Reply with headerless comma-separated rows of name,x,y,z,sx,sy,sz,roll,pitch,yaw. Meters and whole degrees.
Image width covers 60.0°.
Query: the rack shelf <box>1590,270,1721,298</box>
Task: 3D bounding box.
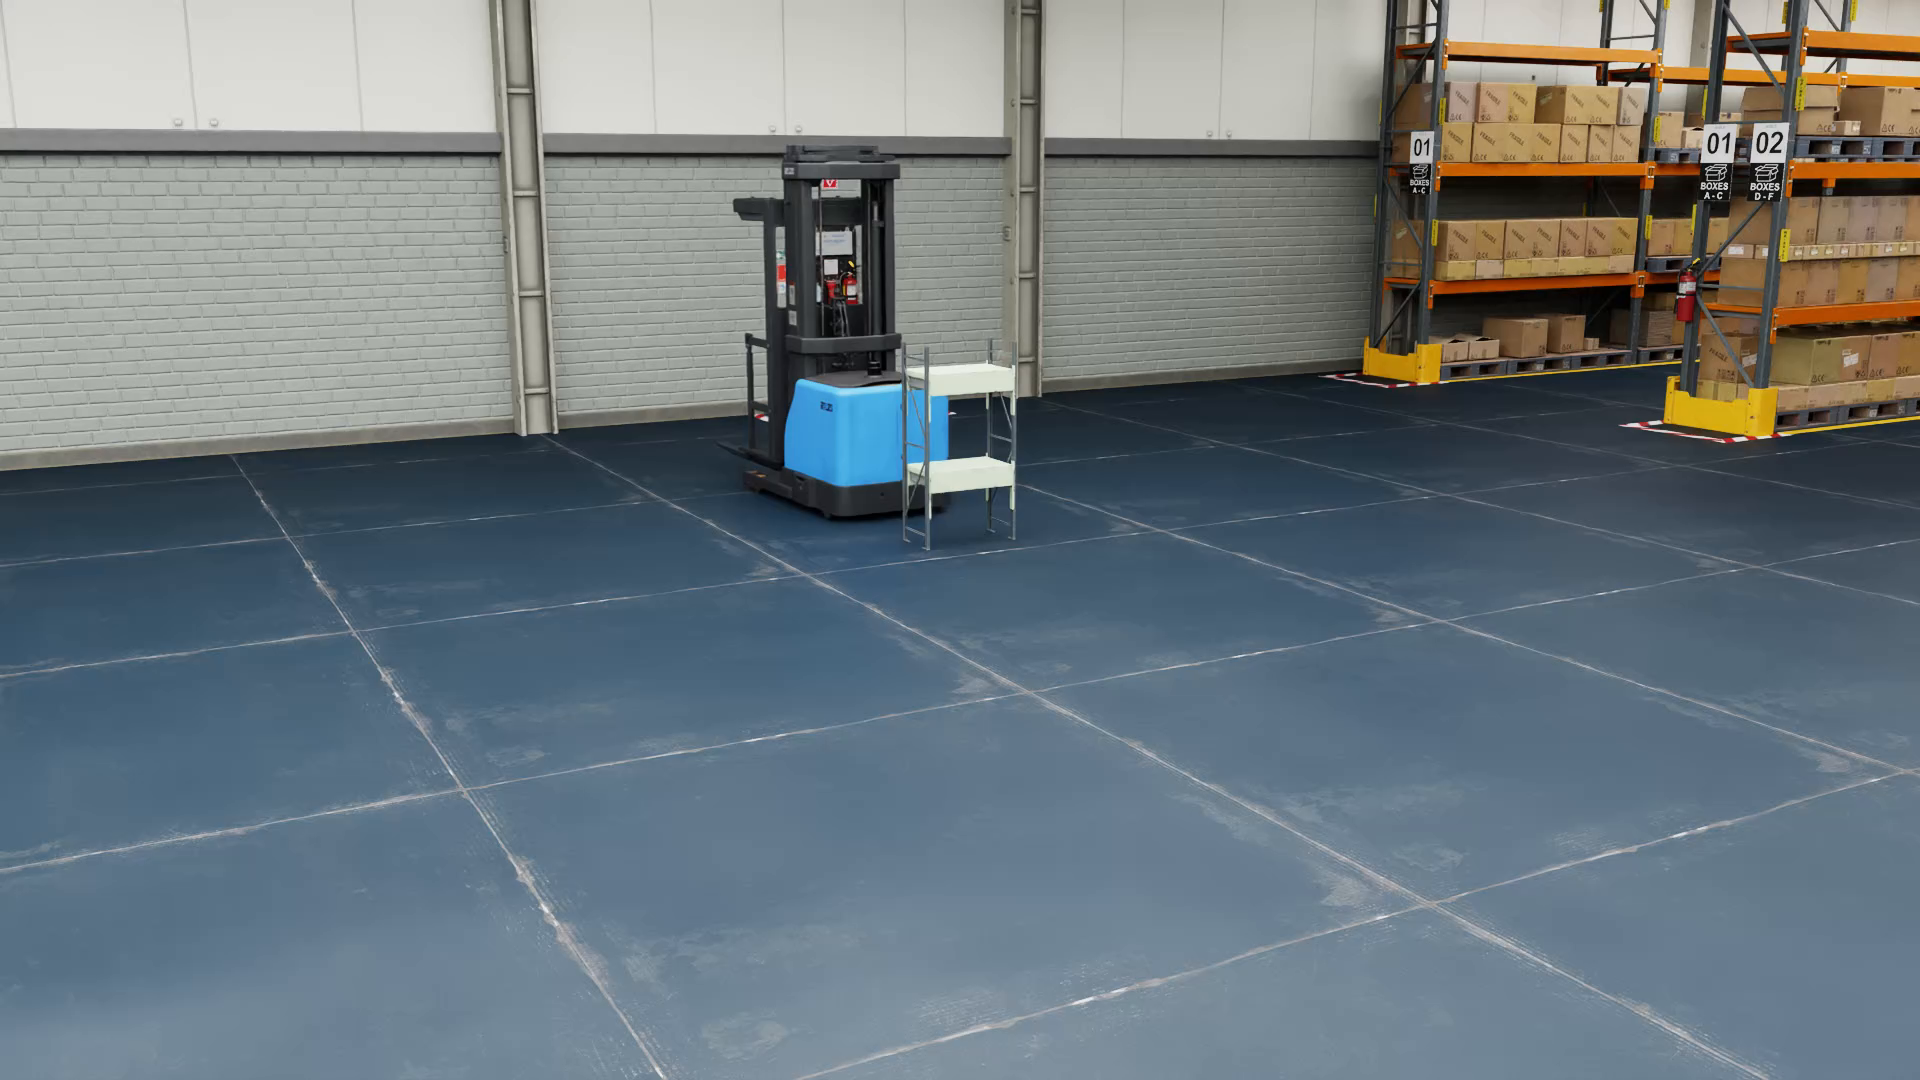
rack shelf,11.095,-3.908,24.781,4.000,0.370,1.077,-7,14,-28

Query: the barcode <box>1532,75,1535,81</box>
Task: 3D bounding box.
barcode,7.913,-6.376,22.948,0.075,0.075,0.001,-7,14,-28

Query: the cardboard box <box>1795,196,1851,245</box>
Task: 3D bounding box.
cardboard box,9.127,-3.464,17.987,0.500,0.500,0.700,-7,15,-29

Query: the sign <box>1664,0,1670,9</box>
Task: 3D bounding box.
sign,9.583,-7.363,22.524,0.005,0.325,0.100,-7,14,-28

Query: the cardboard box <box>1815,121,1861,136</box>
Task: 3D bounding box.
cardboard box,9.323,-4.377,17.693,0.250,0.149,0.380,-7,14,-28

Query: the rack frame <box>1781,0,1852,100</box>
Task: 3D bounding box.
rack frame,12.851,-7.396,24.979,0.127,3.000,1.000,-7,14,-28

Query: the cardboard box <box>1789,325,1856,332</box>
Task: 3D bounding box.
cardboard box,9.844,-2.177,19.049,0.500,0.500,0.500,-7,14,-28

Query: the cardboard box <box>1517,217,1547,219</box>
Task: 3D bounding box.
cardboard box,7.931,-4.237,23.192,0.500,0.500,0.500,-6,14,-26

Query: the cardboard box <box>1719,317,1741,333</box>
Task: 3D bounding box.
cardboard box,11.313,-3.289,25.085,0.500,0.500,0.700,-7,14,-28

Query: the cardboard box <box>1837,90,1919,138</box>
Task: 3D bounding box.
cardboard box,10.210,-4.732,18.463,0.637,0.503,0.797,-5,14,-22

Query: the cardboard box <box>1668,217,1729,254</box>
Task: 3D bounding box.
cardboard box,10.860,-4.492,24.507,0.500,0.500,0.700,-5,14,-20

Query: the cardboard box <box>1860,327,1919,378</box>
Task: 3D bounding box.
cardboard box,10.533,-2.129,18.836,0.500,0.500,0.500,-7,14,-28

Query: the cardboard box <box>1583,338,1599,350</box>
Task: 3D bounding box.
cardboard box,8.884,-2.819,23.754,0.250,0.166,0.380,-9,16,-35

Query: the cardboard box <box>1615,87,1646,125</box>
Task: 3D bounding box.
cardboard box,9.030,-5.953,22.849,0.500,0.500,0.500,-8,15,-33

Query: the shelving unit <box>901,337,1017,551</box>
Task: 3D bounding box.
shelving unit,-0.006,-0.731,12.441,0.755,1.500,0.431,-7,14,-28

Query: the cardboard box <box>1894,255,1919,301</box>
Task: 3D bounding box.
cardboard box,10.428,-2.987,18.820,0.500,0.500,0.700,-7,14,-27

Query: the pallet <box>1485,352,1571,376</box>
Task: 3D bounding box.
pallet,7.695,-2.482,23.155,1.213,0.211,1.003,-7,14,-28

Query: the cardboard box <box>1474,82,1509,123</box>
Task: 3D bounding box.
cardboard box,6.748,-5.674,21.609,0.500,0.500,0.500,-7,14,-29

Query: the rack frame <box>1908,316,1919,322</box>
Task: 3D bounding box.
rack frame,11.716,-3.094,19.527,0.127,3.000,1.000,-7,14,-28

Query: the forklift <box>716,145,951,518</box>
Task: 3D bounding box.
forklift,-1.252,-1.881,14.291,1.130,2.935,3.031,-7,15,-29

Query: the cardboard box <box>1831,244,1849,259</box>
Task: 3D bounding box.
cardboard box,9.326,-3.119,17.932,0.250,0.149,0.380,-7,14,-29

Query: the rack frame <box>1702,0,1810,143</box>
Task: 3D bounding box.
rack frame,8.205,-5.600,16.999,0.127,3.000,1.000,-7,14,-28

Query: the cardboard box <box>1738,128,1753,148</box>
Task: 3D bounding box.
cardboard box,11.668,-5.875,24.768,0.637,0.503,0.797,-5,14,-20

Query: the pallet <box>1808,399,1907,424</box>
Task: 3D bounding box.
pallet,9.926,-1.529,18.923,1.213,0.211,1.003,-7,14,-28

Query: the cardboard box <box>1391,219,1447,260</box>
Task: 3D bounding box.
cardboard box,6.141,-4.021,22.232,0.500,0.500,0.500,-7,14,-28

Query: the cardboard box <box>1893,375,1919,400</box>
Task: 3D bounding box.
cardboard box,10.539,-1.761,18.908,0.500,0.250,0.500,-7,14,-28

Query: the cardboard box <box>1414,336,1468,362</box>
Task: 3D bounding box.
cardboard box,6.479,-2.586,22.391,0.500,0.311,0.500,-9,15,-34

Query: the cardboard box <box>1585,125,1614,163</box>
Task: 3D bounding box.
cardboard box,8.565,-5.419,22.752,0.500,0.500,0.500,-8,15,-33

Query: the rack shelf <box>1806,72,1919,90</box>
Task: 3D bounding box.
rack shelf,14.606,-7.061,26.036,4.000,0.370,1.077,-7,14,-28

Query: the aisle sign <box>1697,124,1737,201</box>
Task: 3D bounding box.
aisle sign,8.007,-3.992,17.593,0.004,0.787,0.394,-7,14,-28

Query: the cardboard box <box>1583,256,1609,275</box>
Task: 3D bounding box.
cardboard box,8.628,-3.826,23.075,0.500,0.250,0.500,-7,14,-28

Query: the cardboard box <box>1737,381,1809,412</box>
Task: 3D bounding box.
cardboard box,8.783,-1.551,17.973,0.500,0.250,0.500,-7,14,-28

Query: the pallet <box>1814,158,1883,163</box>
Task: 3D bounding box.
pallet,13.390,-5.919,25.675,1.003,0.211,1.213,-6,14,-25

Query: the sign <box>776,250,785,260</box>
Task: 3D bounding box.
sign,-1.952,-3.221,18.801,0.331,0.109,0.001,-7,14,-28

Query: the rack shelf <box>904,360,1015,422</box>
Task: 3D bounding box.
rack shelf,-0.006,-1.112,12.356,0.720,0.370,0.431,-7,14,-28

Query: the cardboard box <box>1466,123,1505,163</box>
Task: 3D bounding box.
cardboard box,6.730,-5.186,21.718,0.500,0.500,0.500,-6,14,-24

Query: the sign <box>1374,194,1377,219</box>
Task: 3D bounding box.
sign,5.580,-4.456,22.220,0.005,0.325,0.100,-7,14,-28

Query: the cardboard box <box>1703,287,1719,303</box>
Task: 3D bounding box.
cardboard box,11.264,-3.642,24.942,0.500,0.250,0.500,-7,14,-28

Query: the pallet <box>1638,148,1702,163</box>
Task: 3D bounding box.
pallet,9.932,-5.465,23.656,1.003,0.211,1.213,-7,14,-28

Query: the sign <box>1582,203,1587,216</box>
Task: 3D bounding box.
sign,9.070,-4.720,24.114,0.005,0.325,0.100,-7,14,-28

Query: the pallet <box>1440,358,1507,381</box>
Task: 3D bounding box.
pallet,6.625,-2.354,22.589,1.213,0.211,1.003,-7,14,-28

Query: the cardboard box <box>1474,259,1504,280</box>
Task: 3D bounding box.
cardboard box,6.858,-3.612,22.123,0.500,0.250,0.500,-7,15,-30

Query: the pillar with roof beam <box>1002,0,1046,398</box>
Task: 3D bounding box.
pillar with roof beam,2.825,-5.334,15.816,0.400,9.000,9.100,-7,14,-28

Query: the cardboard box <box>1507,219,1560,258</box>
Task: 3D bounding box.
cardboard box,7.734,-4.082,22.506,0.500,0.500,0.500,-6,14,-26

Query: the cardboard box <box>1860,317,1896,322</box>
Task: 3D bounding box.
cardboard box,14.331,-3.769,26.463,0.750,0.750,0.750,-7,14,-28

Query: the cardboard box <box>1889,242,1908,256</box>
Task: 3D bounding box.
cardboard box,10.233,-3.228,18.416,0.250,0.149,0.380,-6,14,-26

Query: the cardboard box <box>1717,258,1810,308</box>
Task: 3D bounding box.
cardboard box,8.621,-2.769,17.854,0.500,0.500,0.700,-7,14,-28

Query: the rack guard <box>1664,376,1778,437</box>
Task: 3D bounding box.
rack guard,8.184,-1.452,17.921,0.348,0.500,1.175,-7,14,-28
